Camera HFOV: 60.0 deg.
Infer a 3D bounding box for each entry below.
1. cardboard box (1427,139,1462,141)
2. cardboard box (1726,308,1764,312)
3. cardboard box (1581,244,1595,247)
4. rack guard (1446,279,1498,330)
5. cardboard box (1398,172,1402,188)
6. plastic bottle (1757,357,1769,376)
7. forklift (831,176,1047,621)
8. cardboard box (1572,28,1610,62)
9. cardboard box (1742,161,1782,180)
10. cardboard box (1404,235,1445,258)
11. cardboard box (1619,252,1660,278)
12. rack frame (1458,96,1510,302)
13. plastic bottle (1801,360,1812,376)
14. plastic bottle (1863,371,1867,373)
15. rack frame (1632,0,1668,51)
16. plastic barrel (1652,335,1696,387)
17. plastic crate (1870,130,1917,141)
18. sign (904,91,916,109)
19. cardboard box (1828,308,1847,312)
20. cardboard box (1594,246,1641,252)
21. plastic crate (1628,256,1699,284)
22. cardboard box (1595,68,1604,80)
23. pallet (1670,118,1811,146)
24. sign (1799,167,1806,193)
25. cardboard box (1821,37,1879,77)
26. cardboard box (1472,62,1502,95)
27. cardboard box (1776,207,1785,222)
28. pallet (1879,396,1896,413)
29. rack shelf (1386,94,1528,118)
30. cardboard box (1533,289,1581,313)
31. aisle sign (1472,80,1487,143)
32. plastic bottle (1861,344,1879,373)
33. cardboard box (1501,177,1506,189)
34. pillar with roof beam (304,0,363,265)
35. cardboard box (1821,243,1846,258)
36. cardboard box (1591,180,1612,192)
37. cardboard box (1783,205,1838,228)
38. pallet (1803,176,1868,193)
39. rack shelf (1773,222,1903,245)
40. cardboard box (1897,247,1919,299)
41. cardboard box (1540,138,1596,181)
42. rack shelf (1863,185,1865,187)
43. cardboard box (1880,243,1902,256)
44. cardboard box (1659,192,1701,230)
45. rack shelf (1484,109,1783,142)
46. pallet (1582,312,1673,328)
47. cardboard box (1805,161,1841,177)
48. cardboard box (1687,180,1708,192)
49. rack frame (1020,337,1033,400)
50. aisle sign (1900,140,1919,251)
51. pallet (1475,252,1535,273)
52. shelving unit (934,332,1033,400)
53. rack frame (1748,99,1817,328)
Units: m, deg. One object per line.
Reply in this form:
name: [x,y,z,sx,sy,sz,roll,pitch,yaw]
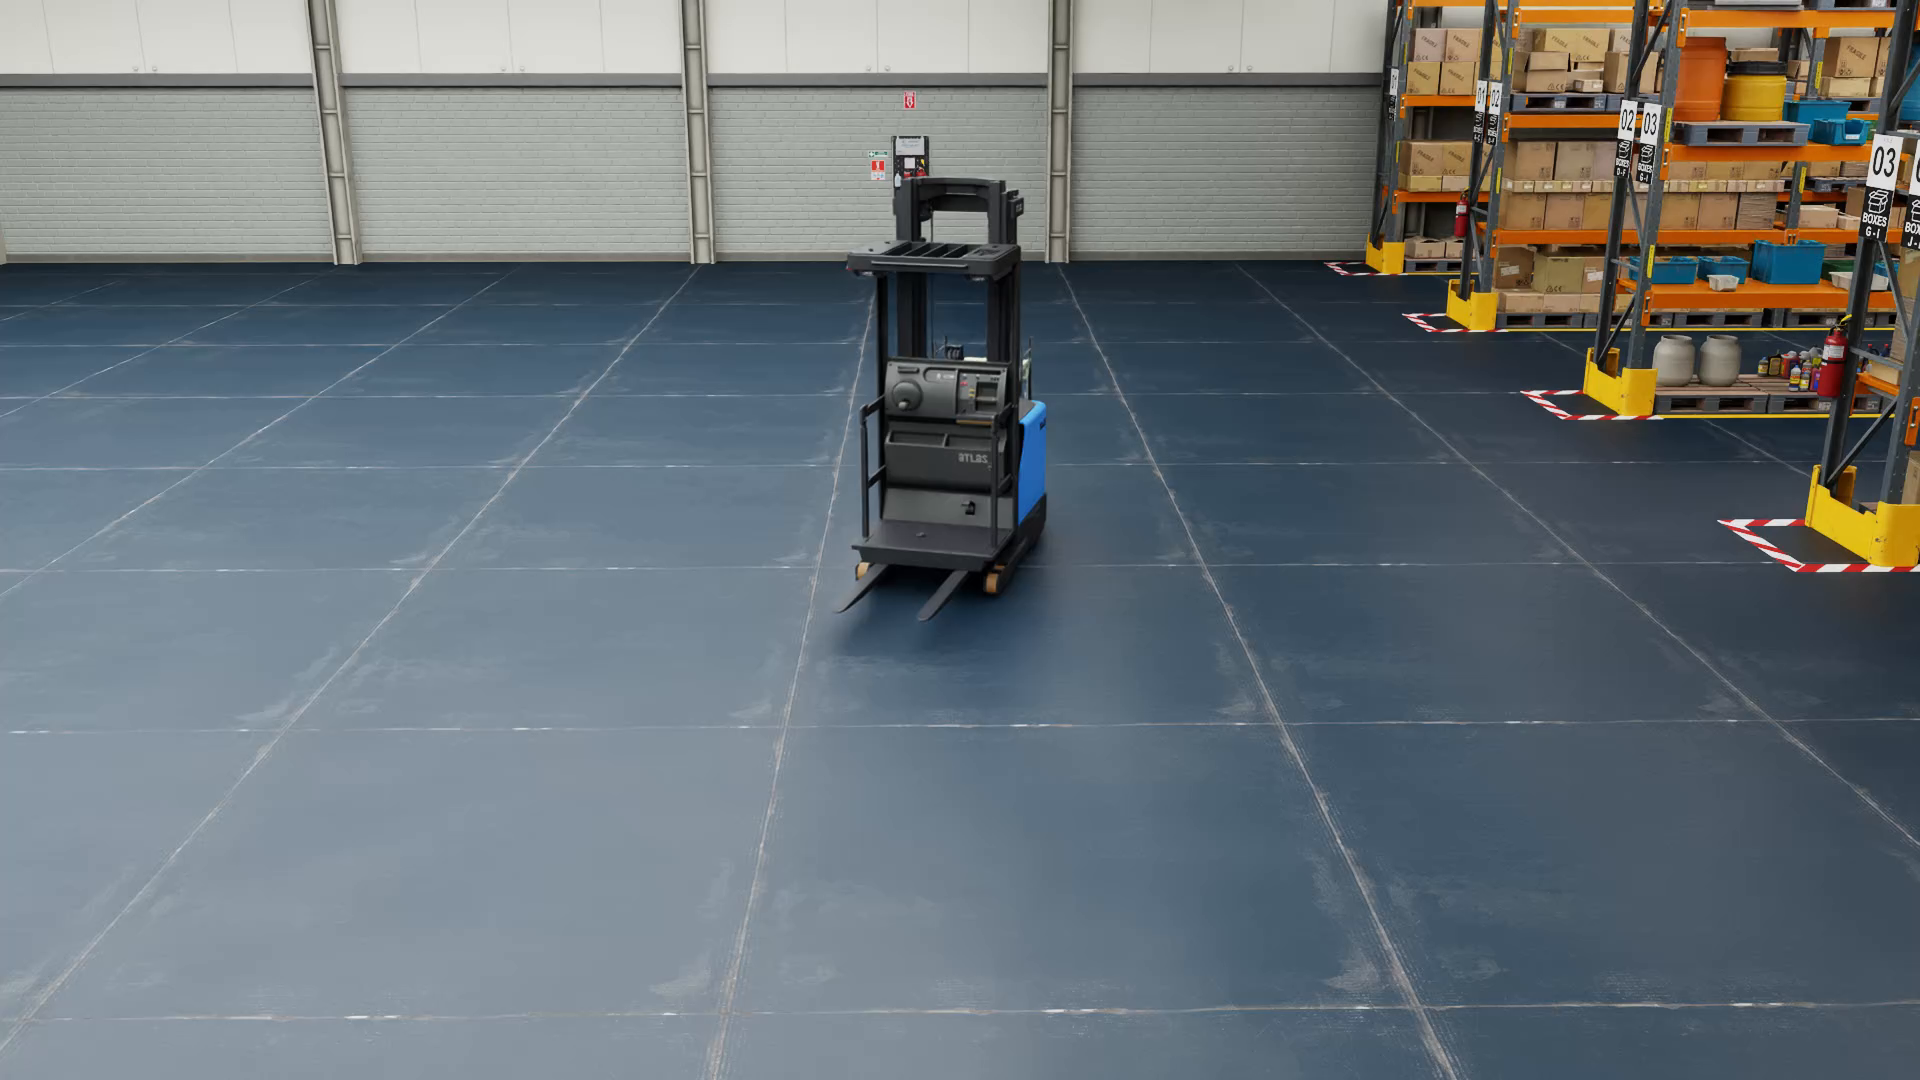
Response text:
cardboard box: [7.931,-6.298,27.255,0.500,0.500,0.500,0,18,0]
cardboard box: [10.581,-3.264,22.626,0.500,0.250,0.500,0,18,-1]
cardboard box: [10.425,-4.804,27.531,0.250,0.166,0.380,-3,18,-8]
rack guard: [7.018,-3.233,22.807,0.348,0.500,1.175,0,18,-1]
cardboard box: [7.424,-5.936,27.353,0.500,0.250,0.500,0,18,0]
plastic bottle: [8.946,-1.930,18.515,0.097,0.201,0.097,0,18,0]
forklift: [-0.159,-1.117,12.232,1.130,2.935,3.031,5,18,14]
cardboard box: [9.912,-7.826,26.289,0.500,0.500,0.500,1,18,2]
cardboard box: [10.598,-5.104,22.259,0.500,0.500,0.700,0,18,-1]
cardboard box: [7.653,-4.841,27.410,0.500,0.311,0.500,-2,18,-7]
cardboard box: [9.081,-3.612,22.483,0.500,0.500,0.500,0,18,-1]
rack frame: [7.042,-4.423,22.425,0.127,3.000,1.000,0,18,-1]
plastic bottle: [9.358,-1.886,18.376,0.097,0.201,0.097,0,18,0]
plastic bottle: [9.681,-1.705,17.811,0.097,0.201,0.097,0,18,0]
rack frame: [10.959,-8.812,26.285,0.127,3.000,1.000,0,18,-1]
plastic barrel: [7.773,-1.952,18.108,0.421,0.512,0.421,0,18,0]
plastic crate: [9.517,-4.101,16.942,0.396,0.136,0.243,0,18,-1]
sign: [-0.834,-7.309,27.625,0.199,0.298,0.001,0,18,-1]
cardboard box: [11.960,-3.261,22.618,0.500,0.250,0.500,0,18,1]
cardboard box: [9.073,-3.776,22.993,0.500,0.500,0.500,0,18,-1]
plastic crate: [7.612,-2.933,18.024,0.616,0.251,0.499,0,18,-1]
cardboard box: [8.745,-6.164,22.172,0.500,0.311,0.500,2,18,6]
pallet: [7.945,-4.223,17.199,1.213,0.211,1.003,0,18,-1]
sign: [11.052,-4.723,21.813,0.005,0.325,0.100,0,18,-1]
cardboard box: [11.659,-6.347,21.843,0.500,0.500,0.500,0,18,0]
cardboard box: [8.355,-7.342,26.418,0.500,0.500,0.500,1,18,2]
cardboard box: [13.669,-5.348,27.453,0.500,0.250,0.500,0,18,0]
pallet: [10.444,-1.611,18.225,1.213,0.211,1.003,0,18,-1]
rack shelf: [8.960,-7.032,26.823,4.000,0.370,1.077,0,18,-1]
cardboard box: [8.081,-3.252,22.589,0.500,0.250,0.500,0,18,-1]
aisle sign: [6.972,-5.750,22.307,0.004,0.787,0.394,0,18,-1]
plastic bottle: [10.113,-2.000,18.487,0.185,0.351,0.144,-1,18,-3]
cardboard box: [7.421,-4.840,22.498,0.250,0.149,0.380,-1,18,-2]
pillar with roof beam: [-10.284,-7.659,22.690,0.400,9.000,9.100,0,18,-1]
cardboard box: [14.240,-4.975,27.516,0.500,0.500,0.700,0,18,0]
cardboard box: [8.470,-4.721,22.129,0.250,0.149,0.380,-1,18,-3]
cardboard box: [11.533,-4.387,22.557,0.500,0.250,0.500,1,18,3]
pallet: [14.248,-5.847,27.179,1.003,0.211,1.213,0,18,-1]
rack shelf: [13.041,-4.110,22.625,4.000,0.370,1.077,0,18,-1]
cardboard box: [7.741,-2.141,13.024,0.500,0.500,0.500,0,18,-1]
cardboard box: [8.088,-5.091,22.221,0.500,0.500,0.700,-1,18,-2]
rack shelf: [16.959,-5.642,27.402,4.000,0.370,1.077,0,18,-1]
cardboard box: [15.696,-5.115,27.412,0.750,0.750,0.750,-1,18,-2]
cardboard box: [9.569,-4.480,22.440,0.500,0.500,0.700,0,18,0]
rack shelf: [9.042,-5.519,22.107,4.000,0.370,1.077,0,18,-1]
pallet: [9.023,-3.117,22.918,1.213,0.211,1.003,0,18,-1]
cardboard box: [13.931,-6.216,27.129,0.500,0.500,0.700,-2,18,-6]
cardboard box: [9.755,-4.728,22.150,0.250,0.149,0.380,0,18,-1]
rack frame: [0.549,-0.935,14.006,0.023,1.500,0.400,5,18,14]
aisle sign: [7.137,-2.544,12.310,0.004,0.787,0.394,0,18,-1]
pallet: [9.066,-4.607,27.563,1.213,0.211,1.003,0,18,-1]
shelving unit: [0.194,-0.963,14.094,0.755,1.500,0.431,5,18,14]
rack frame: [11.041,-4.442,22.486,0.127,3.000,1.000,0,18,-1]
